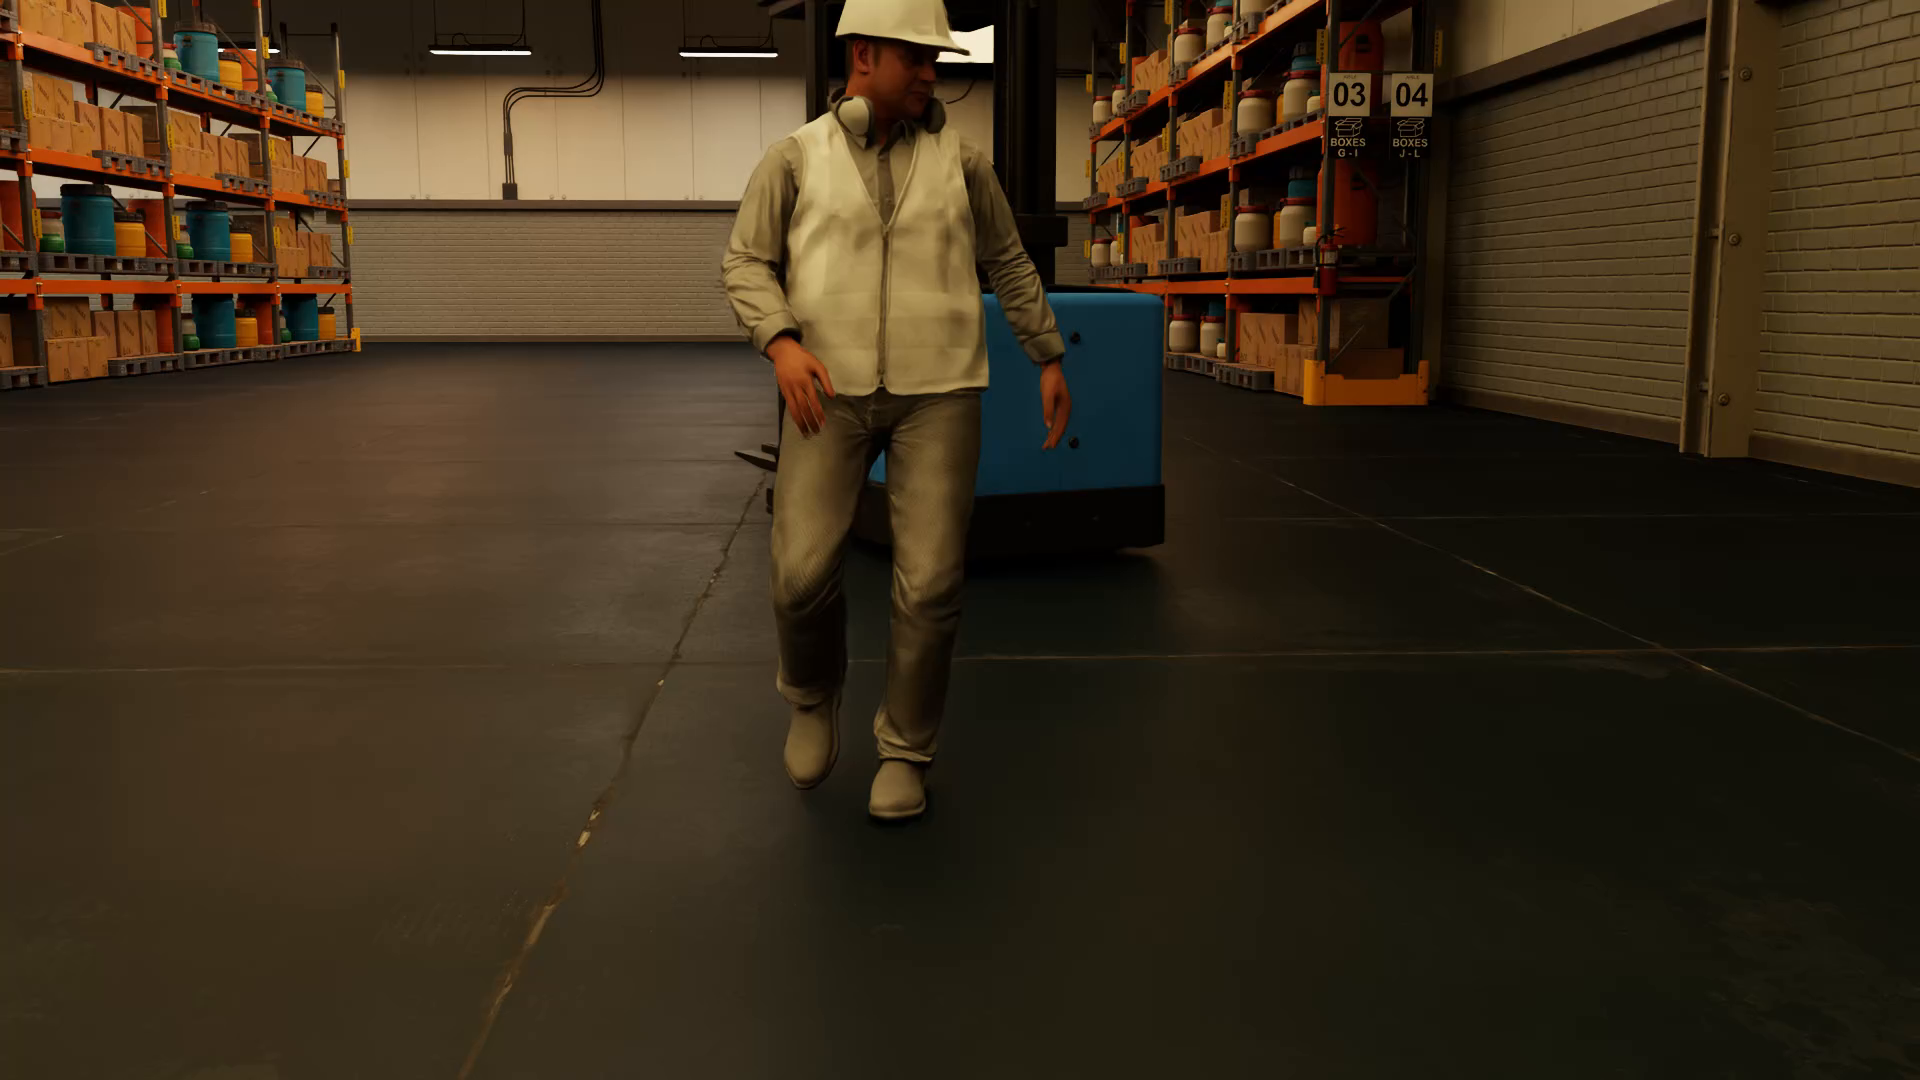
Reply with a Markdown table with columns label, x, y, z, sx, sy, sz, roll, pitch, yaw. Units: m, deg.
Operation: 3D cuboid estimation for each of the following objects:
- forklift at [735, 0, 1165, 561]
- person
| label | x | y | z | sx | sy | sz | roll | pitch | yaw |
| --- | --- | --- | --- | --- | --- | --- | --- | --- | --- |
| forklift | -0.264 | -1.530 | 7.637 | 1.130 | 2.935 | 3.031 | -4 | 9 | -25 |
| person | -0.122 | -0.305 | 3.488 | 0.739 | 1.732 | 0.496 | 0 | 8 | -2 |
